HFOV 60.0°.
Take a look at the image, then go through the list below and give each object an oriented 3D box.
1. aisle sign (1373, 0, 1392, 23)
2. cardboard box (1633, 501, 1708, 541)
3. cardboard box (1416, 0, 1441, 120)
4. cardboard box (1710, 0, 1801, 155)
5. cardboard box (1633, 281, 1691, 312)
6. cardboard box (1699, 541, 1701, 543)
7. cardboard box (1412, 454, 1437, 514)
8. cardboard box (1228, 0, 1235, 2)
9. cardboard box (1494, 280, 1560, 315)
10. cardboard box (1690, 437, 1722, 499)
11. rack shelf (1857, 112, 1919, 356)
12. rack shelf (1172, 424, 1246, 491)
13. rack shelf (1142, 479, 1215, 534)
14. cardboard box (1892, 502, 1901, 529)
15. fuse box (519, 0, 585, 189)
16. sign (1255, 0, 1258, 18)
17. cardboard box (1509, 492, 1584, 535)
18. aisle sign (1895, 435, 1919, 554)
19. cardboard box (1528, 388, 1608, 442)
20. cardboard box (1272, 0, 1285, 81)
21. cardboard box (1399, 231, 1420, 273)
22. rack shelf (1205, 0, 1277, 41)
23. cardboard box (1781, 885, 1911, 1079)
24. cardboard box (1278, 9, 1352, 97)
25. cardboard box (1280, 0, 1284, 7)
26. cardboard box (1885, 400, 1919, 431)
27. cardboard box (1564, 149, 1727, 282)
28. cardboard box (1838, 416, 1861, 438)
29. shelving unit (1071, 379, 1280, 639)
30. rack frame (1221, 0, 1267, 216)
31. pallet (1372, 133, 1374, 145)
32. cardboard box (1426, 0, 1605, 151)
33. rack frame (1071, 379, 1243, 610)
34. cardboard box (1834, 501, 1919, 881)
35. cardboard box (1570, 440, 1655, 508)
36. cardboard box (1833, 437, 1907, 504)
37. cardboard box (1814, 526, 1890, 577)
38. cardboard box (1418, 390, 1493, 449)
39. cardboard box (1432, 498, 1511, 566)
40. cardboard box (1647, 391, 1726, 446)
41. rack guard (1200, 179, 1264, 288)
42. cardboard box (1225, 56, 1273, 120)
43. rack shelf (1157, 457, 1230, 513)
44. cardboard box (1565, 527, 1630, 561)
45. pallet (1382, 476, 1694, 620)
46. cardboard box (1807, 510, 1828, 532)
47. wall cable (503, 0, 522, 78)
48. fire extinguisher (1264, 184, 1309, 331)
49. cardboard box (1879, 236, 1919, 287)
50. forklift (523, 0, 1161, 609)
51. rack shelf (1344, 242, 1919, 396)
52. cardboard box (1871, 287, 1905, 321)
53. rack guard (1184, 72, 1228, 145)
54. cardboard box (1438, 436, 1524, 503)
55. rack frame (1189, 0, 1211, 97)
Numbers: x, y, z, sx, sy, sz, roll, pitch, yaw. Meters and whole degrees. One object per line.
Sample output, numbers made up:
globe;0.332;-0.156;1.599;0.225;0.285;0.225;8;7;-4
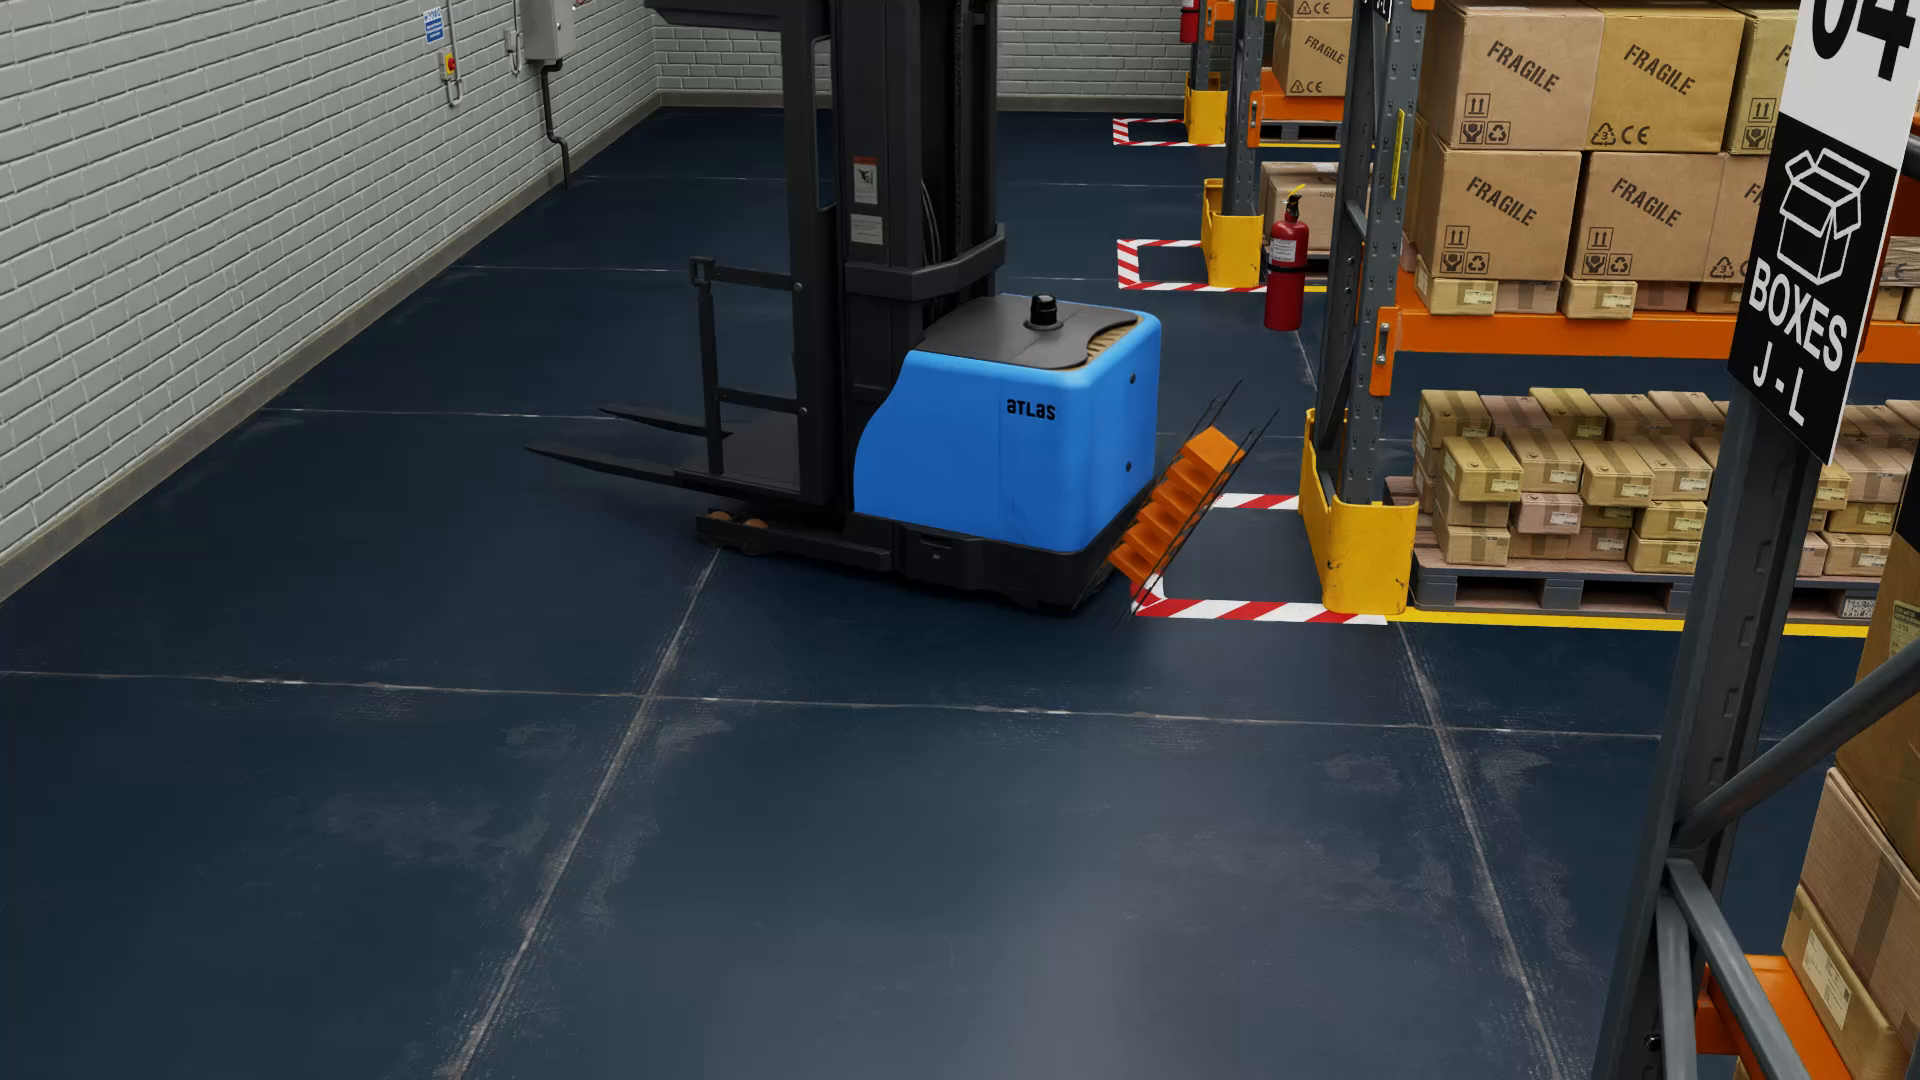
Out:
aisle sign;1.601;-2.351;6.160;0.004;0.787;0.394;2;25;4
cardboard box;2.966;-0.143;7.024;0.250;0.149;0.380;3;25;6
cardboard box;2.172;-2.016;6.872;0.500;0.500;0.500;1;25;3
cardboard box;3.144;-1.763;6.321;0.500;0.500;0.500;1;25;3
cardboard box;2.784;-1.058;6.762;0.250;0.149;0.380;3;25;6
cardboard box;3.218;-0.036;7.148;0.250;0.149;0.380;2;25;4
cardboard box;2.237;-0.258;7.631;0.250;0.149;0.380;2;25;5
cardboard box;2.658;-5.189;15.738;0.250;0.149;0.380;2;25;4
cardboard box;2.251;-1.040;6.723;0.250;0.149;0.380;3;25;6
cardboard box;3.248;-0.294;6.996;0.250;0.149;0.380;3;25;6
rack shelf;3.210;-0.200;1.869;4.000;0.370;1.077;2;25;4
rack shelf;0.965;-0.320;6.416;0.180;0.103;0.258;41;39;14
rack shelf;0.868;-0.156;6.561;0.180;0.103;0.258;41;39;14
cardboard box;4.043;-0.143;7.025;0.250;0.149;0.380;1;25;1
fuse box;-3.343;-3.815;13.994;0.414;1.711;0.539;2;25;4
sign;1.926;-3.557;10.761;0.005;0.325;0.100;2;25;4
cardboard box;2.468;-0.167;7.077;0.250;0.149;0.380;2;25;4
aisle sign;1.121;-0.287;1.675;0.004;0.787;0.394;2;25;4
cardboard box;2.758;-0.560;7.574;0.250;0.149;0.380;1;25;3
cardboard box;2.476;-3.499;11.646;0.500;0.500;0.500;2;25;4
cardboard box;2.043;-1.286;7.256;0.250;0.149;0.380;2;25;4
rack shelf;4.345;-5.037;15.968;4.000;0.370;1.077;2;25;4
cardboard box;1.596;0.760;2.811;0.250;0.149;0.380;2;25;5
cardboard box;2.431;-3.269;11.147;0.500;0.500;0.500;2;25;4
cardboard box;2.473;-3.942;11.413;0.500;0.500;0.500;3;25;6
cardboard box;4.322;-0.490;7.422;0.250;0.149;0.380;2;25;5
cardboard box;2.658;-1.337;6.592;0.500;0.500;0.500;2;25;4
cardboard box;3.801;-0.488;7.419;0.250;0.149;0.380;2;25;4
shelving unit;0.838;-0.104;6.607;0.189;1.200;0.258;41;39;14
rack frame;1.975;-3.359;11.461;0.127;3.000;1.000;2;25;4
pallet;4.435;-4.093;16.393;1.213;0.211;1.003;2;25;4
cardboard box;2.124;-1.802;6.406;0.500;0.500;0.500;2;25;4
rack frame;0.771;-0.163;6.628;0.006;1.200;0.240;41;39;14
cardboard box;1.722;0.270;2.501;0.500;0.500;0.500;2;25;5
cardboard box;2.718;-0.280;6.966;0.250;0.149;0.380;2;25;4
cardboard box;3.764;-0.298;7.005;0.250;0.149;0.380;2;25;4
cardboard box;3.738;0.006;7.057;0.250;0.149;0.380;2;25;4
cardboard box;2.244;-0.547;7.547;0.250;0.149;0.380;2;25;5
cardboard box;2.194;-0.038;7.152;0.250;0.149;0.380;2;25;5
cardboard box;3.283;-0.540;7.531;0.250;0.149;0.380;3;25;6
rack guard;1.951;-2.224;11.985;0.348;0.500;1.175;2;25;4
cardboard box;2.953;-4.425;16.263;0.637;0.503;0.797;1;25;2
rack shelf;0.917;-0.238;6.488;0.180;0.103;0.258;41;39;14
cardboard box;2.710;-0.059;7.197;0.250;0.149;0.380;2;25;5
pallet;2.579;0.018;7.459;1.213;0.211;1.003;2;25;4
cardboard box;3.512;-0.182;7.110;0.250;0.149;0.380;3;25;7
wall cable;-3.552;-4.582;12.905;0.122;1.984;0.588;2;25;4
fire extinguisher;1.481;-1.288;7.500;0.183;0.674;0.296;2;25;4
cardboard box;3.655;-1.302;6.516;0.500;0.500;0.500;1;25;3
forklift;-0.652;-1.446;7.386;3.031;2.935;1.130;11;27;23
rack shelf;3.690;-0.902;6.982;4.000;0.370;1.077;2;25;4
cardboard box;3.554;-1.003;6.641;0.250;0.149;0.380;3;25;6
rack guard;2.427;-4.290;16.474;0.348;0.500;1.175;2;25;4
cardboard box;2.193;-0.300;7.010;0.250;0.149;0.380;1;25;2
rack frame;2.351;-5.428;15.957;0.127;3.000;1.000;2;25;4
